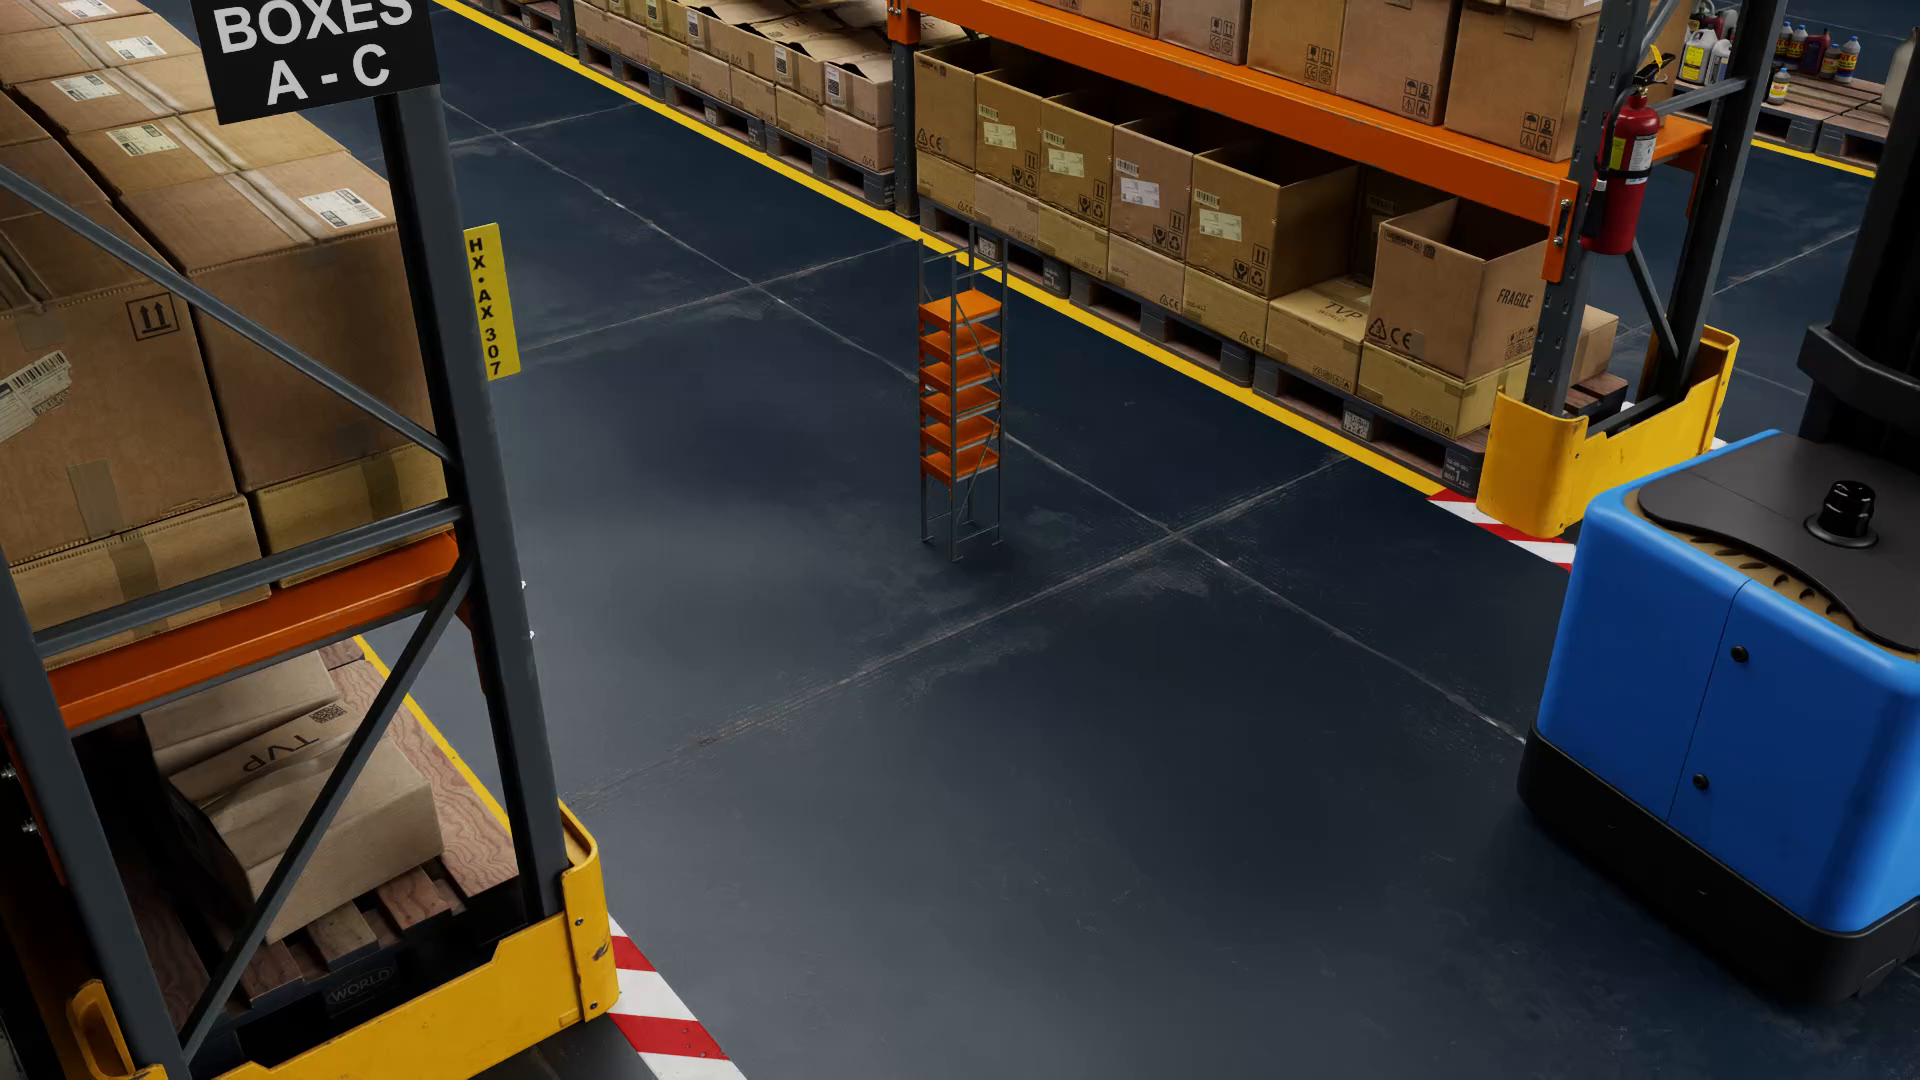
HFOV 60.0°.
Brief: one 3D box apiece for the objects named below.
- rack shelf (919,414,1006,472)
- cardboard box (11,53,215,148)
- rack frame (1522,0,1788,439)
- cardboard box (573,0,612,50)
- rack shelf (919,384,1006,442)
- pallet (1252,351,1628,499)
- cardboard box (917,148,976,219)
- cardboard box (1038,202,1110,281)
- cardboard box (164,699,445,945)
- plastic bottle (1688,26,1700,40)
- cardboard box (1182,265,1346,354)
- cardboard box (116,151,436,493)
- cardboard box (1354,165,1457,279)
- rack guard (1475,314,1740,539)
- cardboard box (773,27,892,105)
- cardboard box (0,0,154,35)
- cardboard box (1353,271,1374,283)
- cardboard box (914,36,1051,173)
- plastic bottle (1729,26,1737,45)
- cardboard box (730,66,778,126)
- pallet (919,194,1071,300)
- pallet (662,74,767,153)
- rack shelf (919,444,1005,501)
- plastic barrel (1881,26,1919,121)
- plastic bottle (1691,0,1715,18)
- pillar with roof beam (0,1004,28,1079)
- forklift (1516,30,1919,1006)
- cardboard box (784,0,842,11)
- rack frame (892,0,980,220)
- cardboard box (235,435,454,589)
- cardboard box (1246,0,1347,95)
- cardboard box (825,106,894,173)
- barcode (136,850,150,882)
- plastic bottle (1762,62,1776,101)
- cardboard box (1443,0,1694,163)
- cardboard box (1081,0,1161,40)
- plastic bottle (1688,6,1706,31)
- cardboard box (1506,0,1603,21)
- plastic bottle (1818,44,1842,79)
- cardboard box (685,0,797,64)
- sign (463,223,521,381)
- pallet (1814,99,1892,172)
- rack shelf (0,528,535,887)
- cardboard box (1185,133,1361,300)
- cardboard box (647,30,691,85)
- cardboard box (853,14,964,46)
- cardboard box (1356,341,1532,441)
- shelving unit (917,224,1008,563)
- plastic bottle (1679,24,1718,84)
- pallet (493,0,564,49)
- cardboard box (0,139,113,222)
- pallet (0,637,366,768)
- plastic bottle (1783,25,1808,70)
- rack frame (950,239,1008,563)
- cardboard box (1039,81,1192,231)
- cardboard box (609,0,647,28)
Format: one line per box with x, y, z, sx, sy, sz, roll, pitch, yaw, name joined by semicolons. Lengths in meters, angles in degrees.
0.009;-0.364;6.010;0.258;0.103;0.180;-22;38;-31;rack shelf
-2.045;-0.916;4.295;0.500;0.500;0.500;-24;39;-33;cardboard box
2.528;-1.534;5.877;1.000;3.000;0.127;-22;38;-31;rack frame
-2.288;-3.566;11.356;0.500;0.250;0.500;-22;38;-32;cardboard box
0.009;-0.466;5.947;0.258;0.103;0.180;-22;38;-31;rack shelf
2.026;-0.655;7.104;1.003;0.211;1.213;-22;38;-31;pallet
0.120;-1.920;8.707;0.500;0.250;0.500;-22;38;-31;cardboard box
0.725;-1.500;8.031;0.500;0.250;0.500;-22;38;-31;cardboard box
-1.736;0.708;4.399;0.500;0.311;0.500;-27;41;-36;cardboard box
4.636;-3.164;10.666;0.152;0.276;0.135;-22;38;-31;plastic bottle
1.342;-1.085;7.362;0.500;0.250;0.500;-22;38;-31;cardboard box
-1.438;-0.490;3.608;0.500;0.500;0.500;-22;38;-31;cardboard box
2.067;-1.366;7.104;0.500;0.500;0.500;-22;38;-31;cardboard box
2.543;-0.462;6.521;1.175;0.500;0.348;-22;38;-31;rack guard
-0.724;-2.741;9.496;0.500;0.311;0.500;-21;38;-30;cardboard box
-2.690;-1.344;4.983;0.500;0.500;0.500;-23;39;-33;cardboard box
2.065;-1.047;7.301;0.500;0.250;0.500;-22;38;-31;cardboard box
0.112;-2.236;8.504;0.500;0.500;0.500;-22;38;-31;cardboard box
5.119;-3.301;10.958;0.097;0.201;0.097;0;32;0;plastic bottle
-1.031;-2.715;9.987;0.500;0.250;0.500;-21;38;-30;cardboard box
0.530;-1.672;8.742;1.003;0.211;1.213;-22;38;-31;pallet
-1.160;-2.820;10.591;1.003;0.211;1.213;-22;38;-31;pallet
0.009;-0.262;6.074;0.258;0.103;0.180;-22;38;-31;rack shelf
5.672;-2.715;9.739;0.421;0.512;0.421;0;32;0;plastic barrel
4.929;-3.474;11.095;0.144;0.351;0.185;-23;38;-32;plastic bottle
0.905;-3.883;3.973;9.100;9.000;0.400;-22;38;-31;pillar with roof beam
3.176;-0.631;4.488;3.031;2.935;1.130;-18;36;-26;forklift
-0.925;-3.343;10.466;0.500;0.311;0.500;-21;38;-30;cardboard box
0.075;-3.201;8.562;1.000;3.000;0.127;-22;38;-31;rack frame
-1.431;-0.181;3.822;0.500;0.250;0.500;-24;39;-33;cardboard box
1.626;-2.202;6.857;0.700;0.500;0.500;-22;38;-31;cardboard box
-0.408;-2.291;9.303;0.500;0.250;0.500;-23;38;-32;cardboard box
-2.063;0.826;4.200;0.001;0.075;0.075;-22;38;-31;barcode
4.885;-2.835;10.129;0.061;0.283;0.133;-21;38;-30;plastic bottle
2.252;-1.776;6.171;0.700;0.500;0.500;-22;38;-31;cardboard box
0.985;-2.633;7.551;0.700;0.500;0.500;-22;38;-31;cardboard box
4.863;-3.402;11.042;0.061;0.283;0.133;-22;38;-31;plastic bottle
2.143;-1.950;5.837;0.380;0.149;0.250;-23;39;-32;cardboard box
5.514;-3.033;10.526;0.097;0.201;0.097;0;32;0;plastic bottle
-1.333;-3.160;10.172;0.500;0.311;0.500;-23;38;-32;cardboard box
-0.954;-0.473;3.349;0.100;0.325;0.005;-22;38;-31;sign
5.865;-2.308;9.765;1.003;0.211;1.213;-22;38;-31;pallet
-2.609;-0.458;4.826;1.077;0.370;4.000;-22;38;-31;rack shelf
1.339;-1.403;7.162;0.500;0.500;0.500;-22;38;-31;cardboard box
-1.656;-3.142;10.673;0.500;0.250;0.500;-23;39;-33;cardboard box
-0.284;-2.913;9.774;0.500;0.311;0.500;-23;38;-32;cardboard box
1.966;-0.673;6.698;0.500;0.250;0.500;-22;38;-31;cardboard box
0.009;-0.504;5.924;0.258;1.200;0.189;-22;38;-31;shelving unit
4.648;-3.060;10.428;0.144;0.351;0.185;-21;37;-29;plastic bottle
-2.806;-4.007;12.502;1.003;0.211;1.213;-22;38;-31;pallet
-2.140;-0.534;3.679;0.500;0.500;0.500;-22;38;-31;cardboard box
-2.643;0.365;5.463;1.003;0.211;1.213;-22;38;-31;pallet
5.367;-3.163;10.668;0.097;0.271;0.097;0;32;0;plastic bottle
0.065;-0.466;5.862;0.240;1.200;0.006;-22;38;-31;rack frame
0.726;-1.819;7.833;0.500;0.500;0.500;-22;38;-31;cardboard box
-1.960;-3.588;10.860;0.500;0.311;0.500;-23;39;-33;cardboard box
